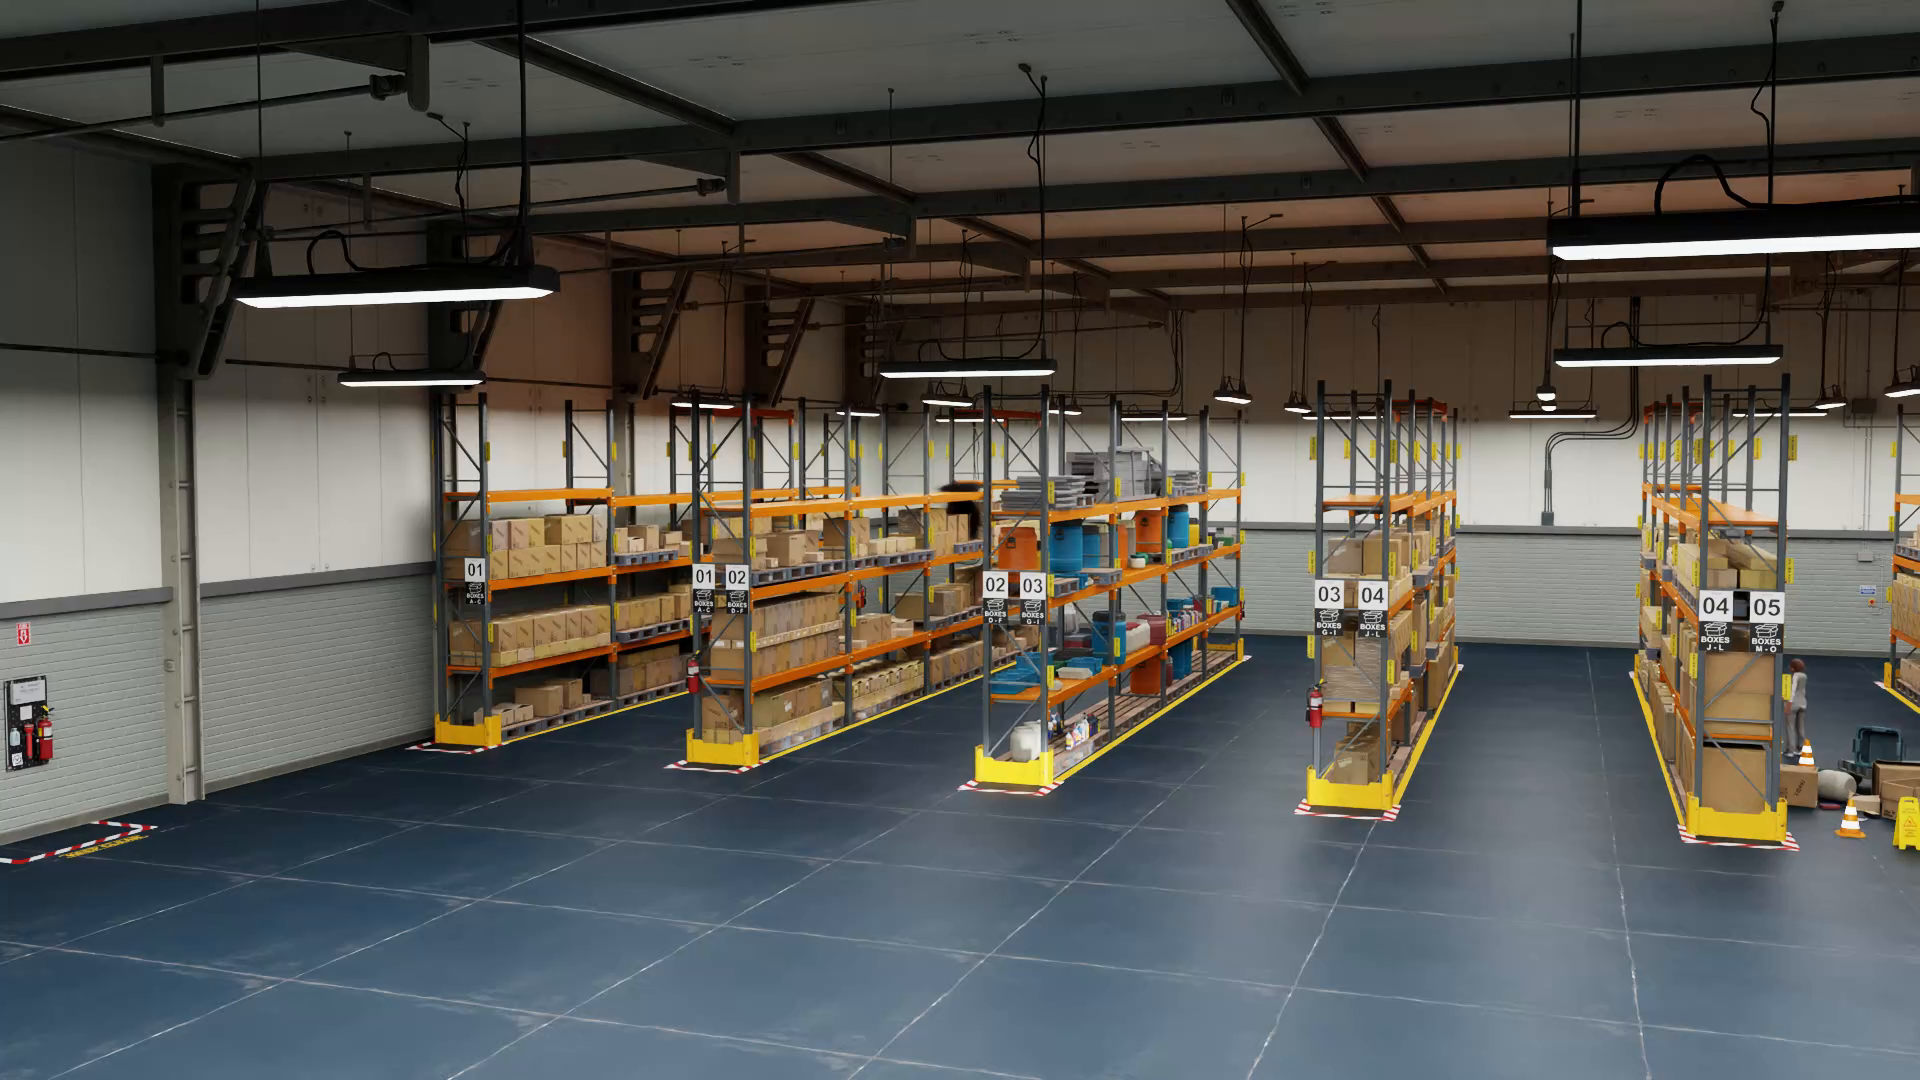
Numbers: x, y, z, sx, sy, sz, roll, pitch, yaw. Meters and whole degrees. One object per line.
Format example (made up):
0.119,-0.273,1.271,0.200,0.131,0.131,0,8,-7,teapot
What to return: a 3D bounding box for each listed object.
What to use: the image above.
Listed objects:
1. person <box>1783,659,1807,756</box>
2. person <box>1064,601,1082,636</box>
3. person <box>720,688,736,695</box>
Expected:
13.741,2.768,27.368,0.446,1.573,0.334,-1,3,-17,person
2.829,1.902,42.498,0.567,1.673,0.555,2,4,36,person
-4.368,2.482,30.952,0.524,1.712,0.551,-2,4,-36,person
